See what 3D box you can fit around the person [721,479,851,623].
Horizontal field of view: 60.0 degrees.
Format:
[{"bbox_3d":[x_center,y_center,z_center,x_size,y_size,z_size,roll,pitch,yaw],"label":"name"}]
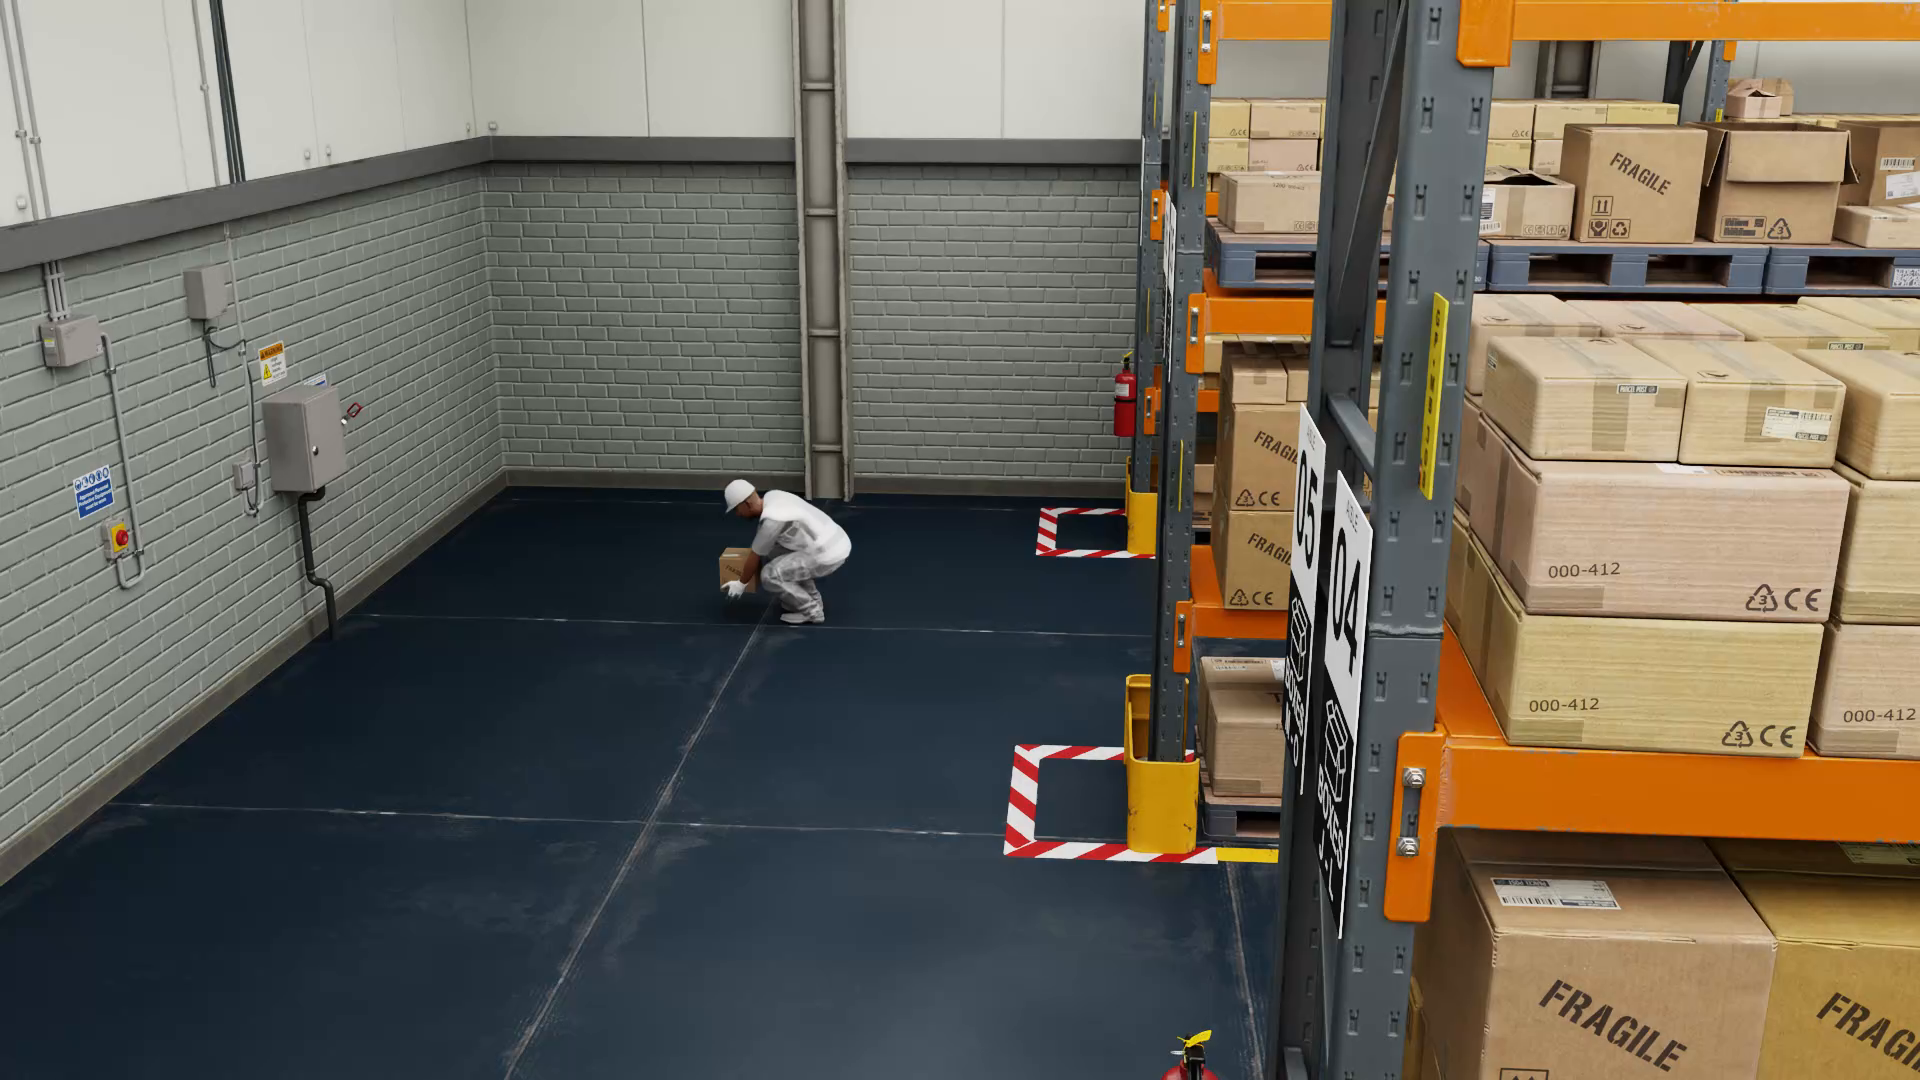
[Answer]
[{"bbox_3d":[-1.217,0.064,11.626,0.899,1.008,0.555,1,17,3],"label":"person"}]
